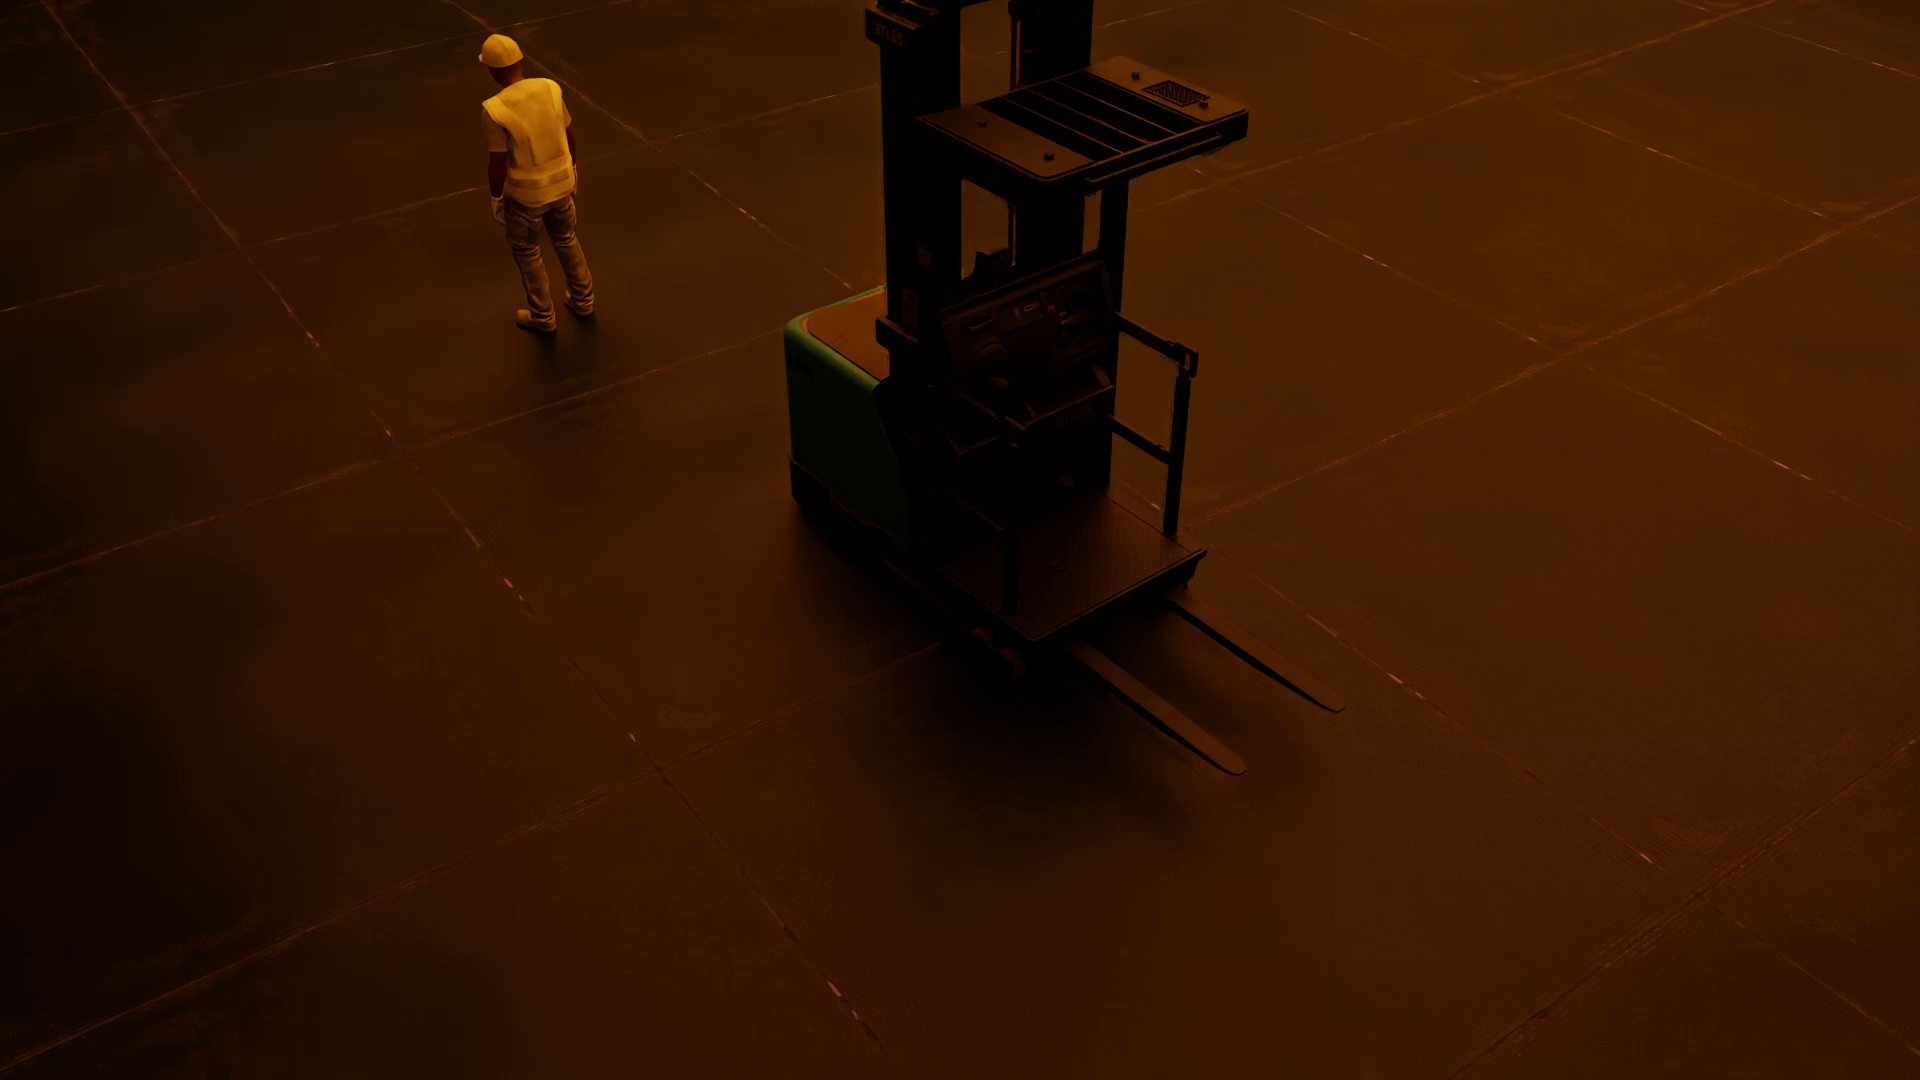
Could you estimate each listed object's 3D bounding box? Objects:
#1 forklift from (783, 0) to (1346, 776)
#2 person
[{"bbox_3d":[0.439,-0.869,7.120,1.130,2.935,3.031,-25,43,-30],"label":"forklift"},{"bbox_3d":[-2.491,-2.070,9.722,0.453,1.772,0.616,28,45,32],"label":"person"}]
